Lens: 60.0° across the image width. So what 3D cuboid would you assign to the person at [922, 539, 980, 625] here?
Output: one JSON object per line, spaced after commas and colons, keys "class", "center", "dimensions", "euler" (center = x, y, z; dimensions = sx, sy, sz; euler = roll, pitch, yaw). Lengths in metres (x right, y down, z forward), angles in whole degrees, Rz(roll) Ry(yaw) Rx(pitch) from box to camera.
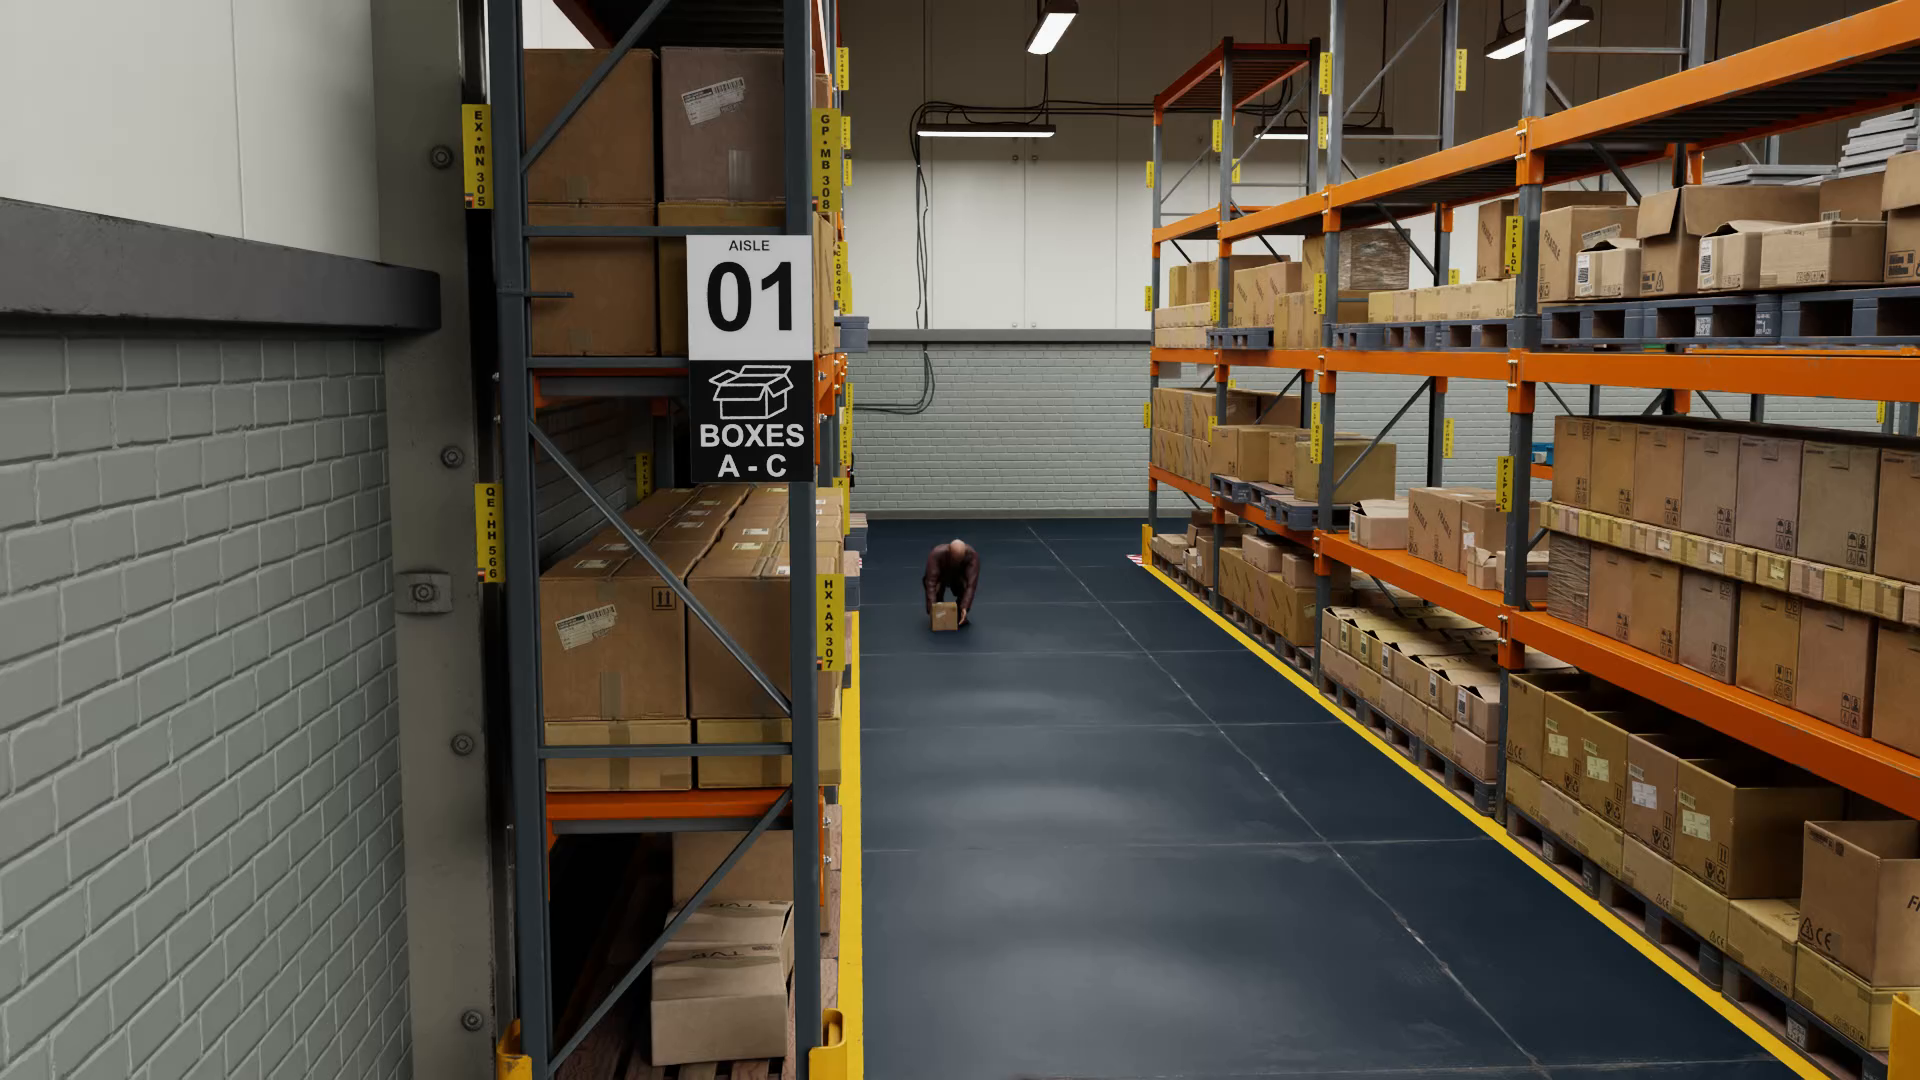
{"class": "person", "center": [-0.093, 0.420, 17.086], "dimensions": [0.590, 0.879, 0.872], "euler": [0, 7, -3]}
